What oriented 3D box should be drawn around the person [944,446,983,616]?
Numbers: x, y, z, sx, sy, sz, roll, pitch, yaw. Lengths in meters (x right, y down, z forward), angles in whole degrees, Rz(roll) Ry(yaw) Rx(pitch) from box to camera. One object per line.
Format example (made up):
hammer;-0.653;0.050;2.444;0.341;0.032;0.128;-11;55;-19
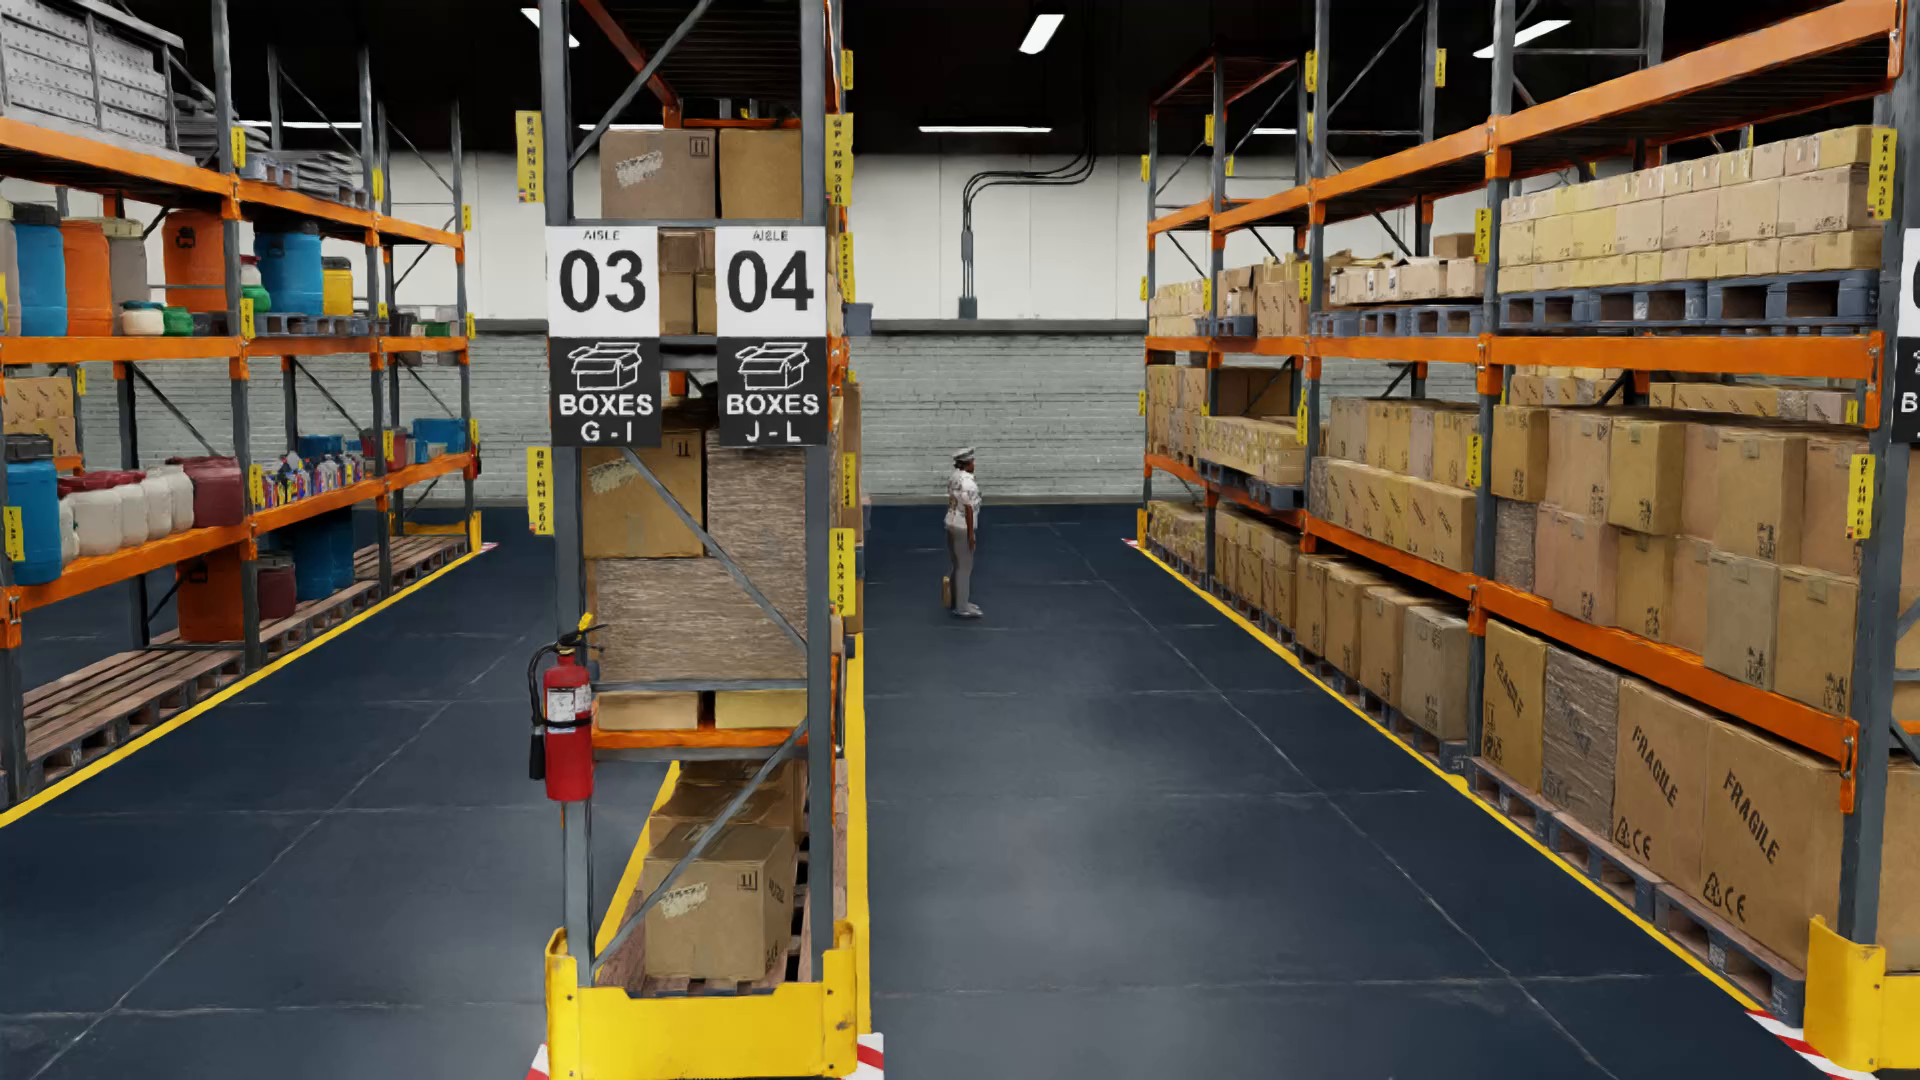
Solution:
person;0.037;-0.097;16.796;0.364;1.691;0.502;-3;7;-21
